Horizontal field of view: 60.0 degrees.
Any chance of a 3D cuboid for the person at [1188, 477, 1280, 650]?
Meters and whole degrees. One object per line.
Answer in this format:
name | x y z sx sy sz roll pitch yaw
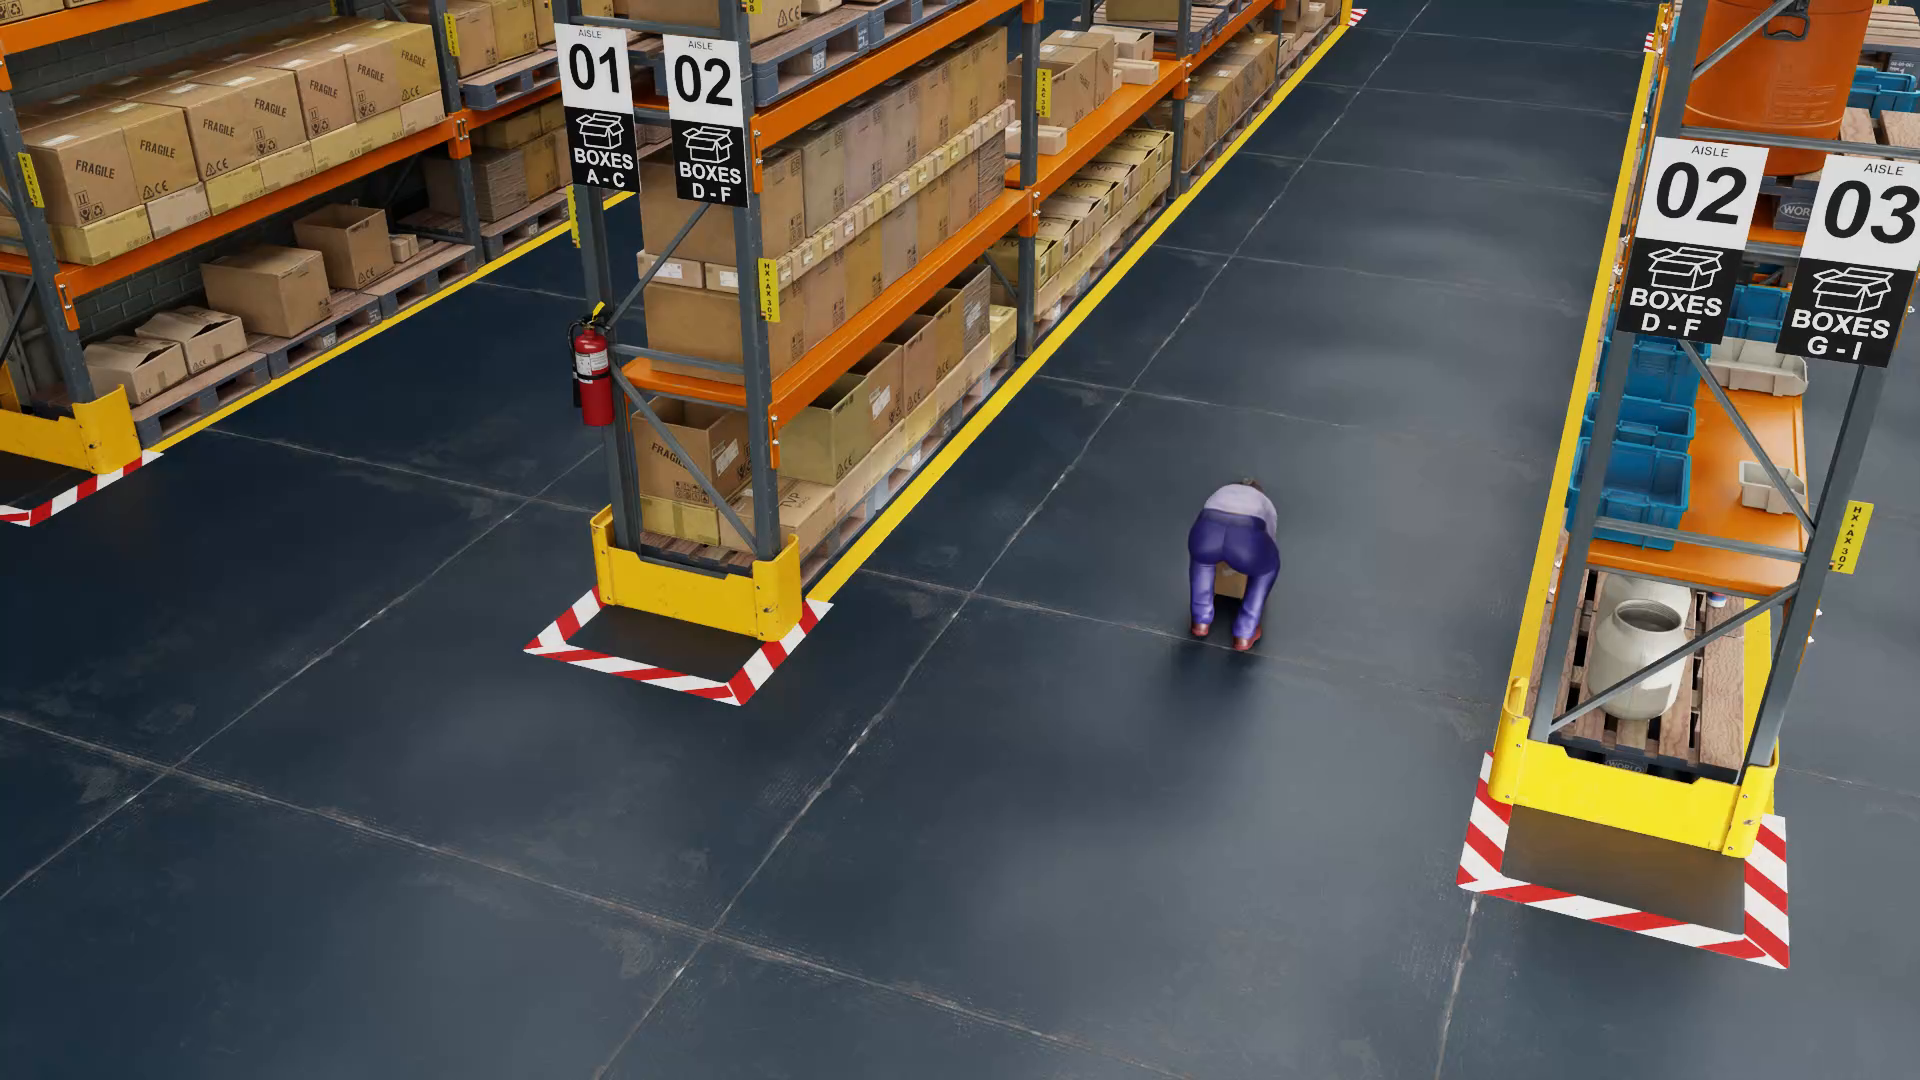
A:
person | 1.498 0.077 9.073 0.506 0.853 0.898 10 31 17
